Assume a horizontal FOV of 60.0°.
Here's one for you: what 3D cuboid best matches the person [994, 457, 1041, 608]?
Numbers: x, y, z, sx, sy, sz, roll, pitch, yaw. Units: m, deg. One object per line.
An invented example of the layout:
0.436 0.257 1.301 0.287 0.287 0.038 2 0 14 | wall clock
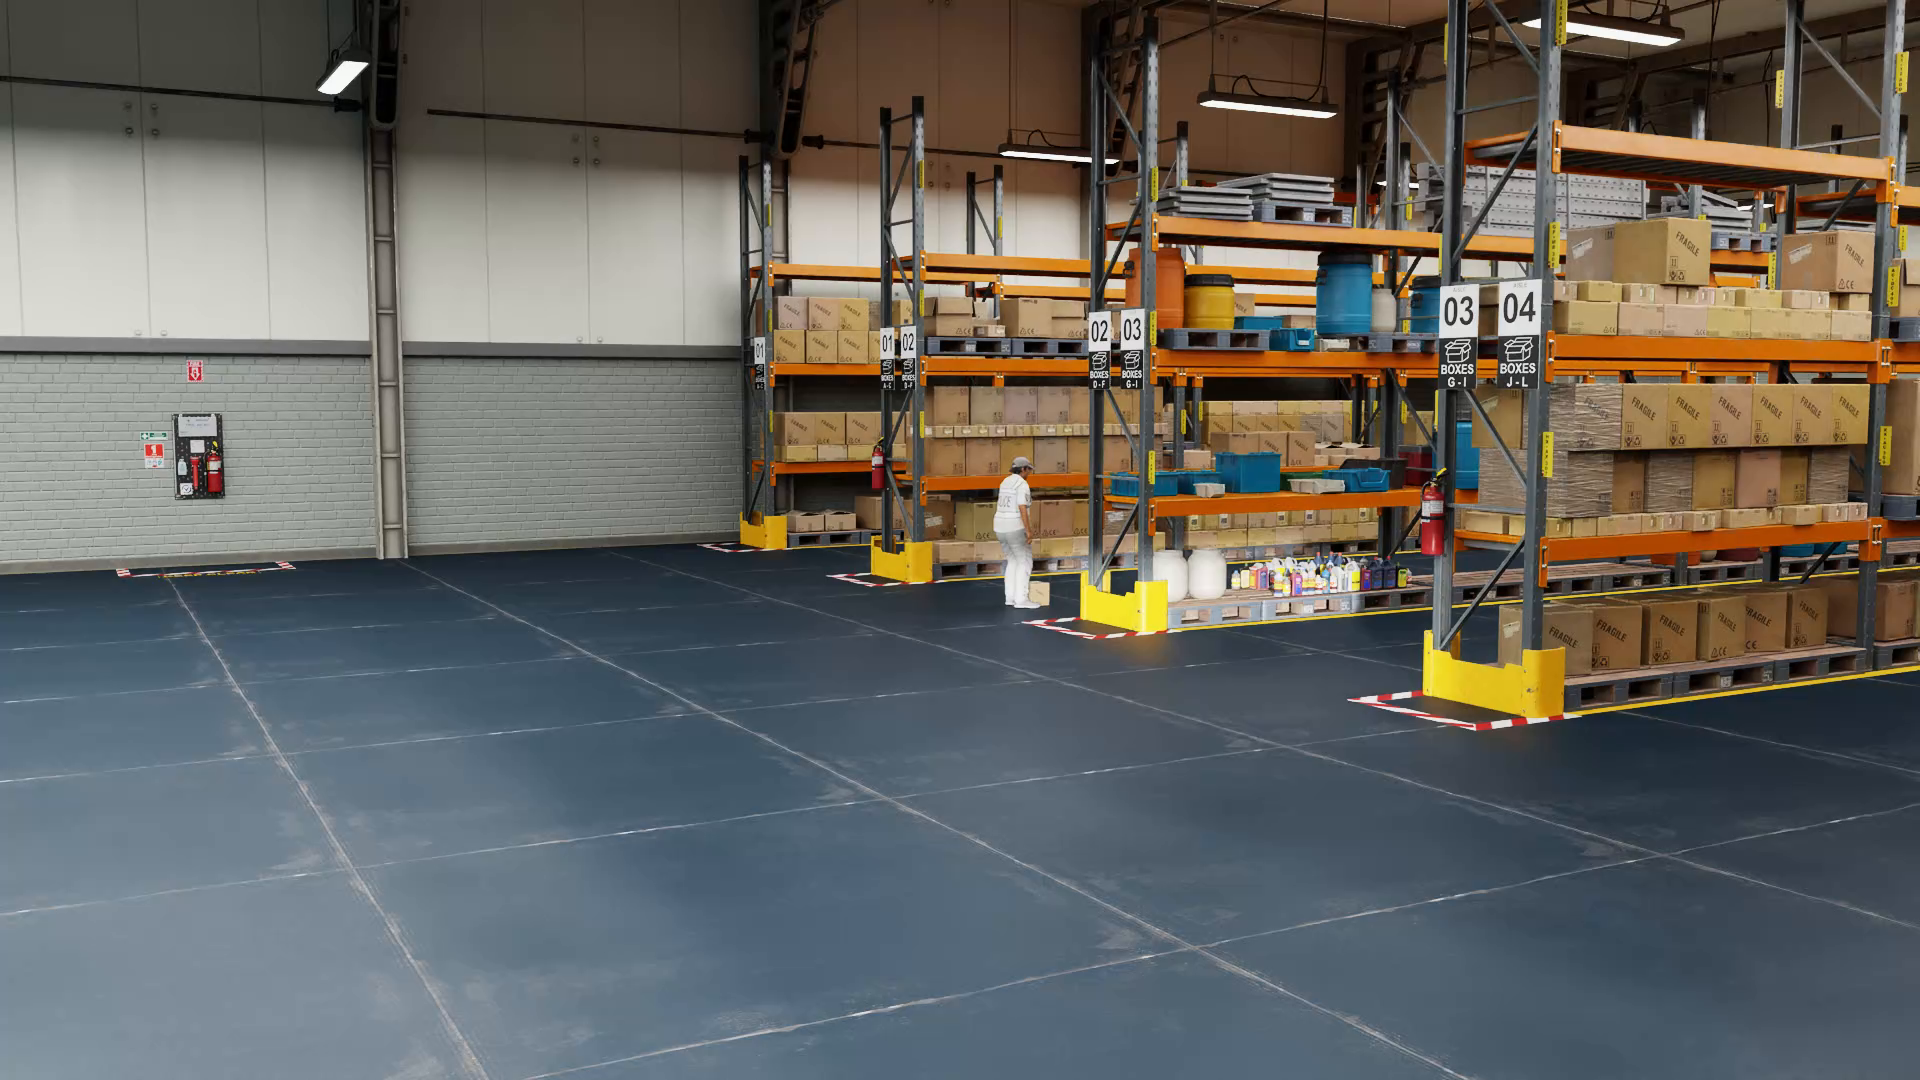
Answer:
0.644 -0.092 18.495 0.471 1.666 0.547 -3 6 -29 | person
